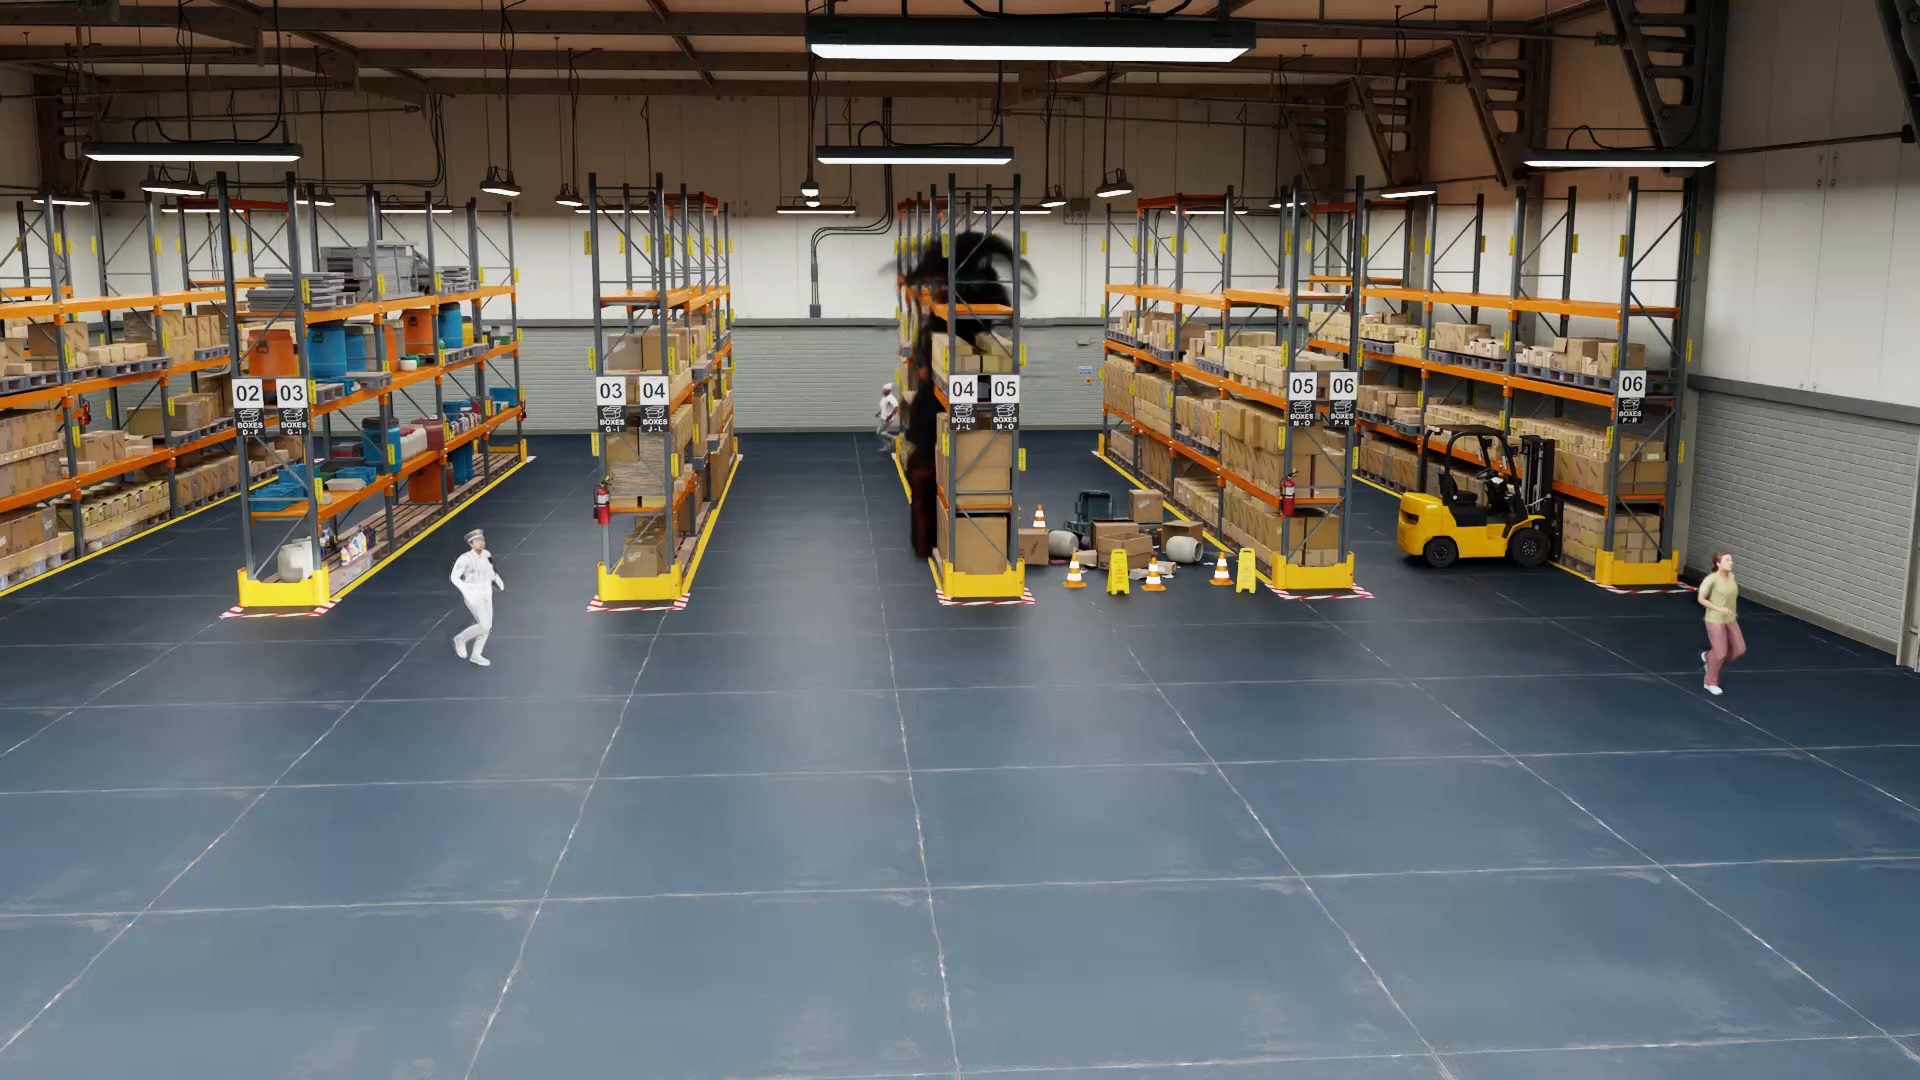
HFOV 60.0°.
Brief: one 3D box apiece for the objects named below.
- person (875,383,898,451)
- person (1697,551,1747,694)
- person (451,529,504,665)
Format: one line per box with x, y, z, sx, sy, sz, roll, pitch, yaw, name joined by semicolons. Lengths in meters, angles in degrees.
-1.798;-3.004;40.839;0.538;1.696;0.758;-3;11;-18;person
8.599;0.928;18.771;0.617;1.636;0.509;-4;11;-22;person
-5.811;0.680;20.119;0.575;1.671;0.606;6;11;29;person
